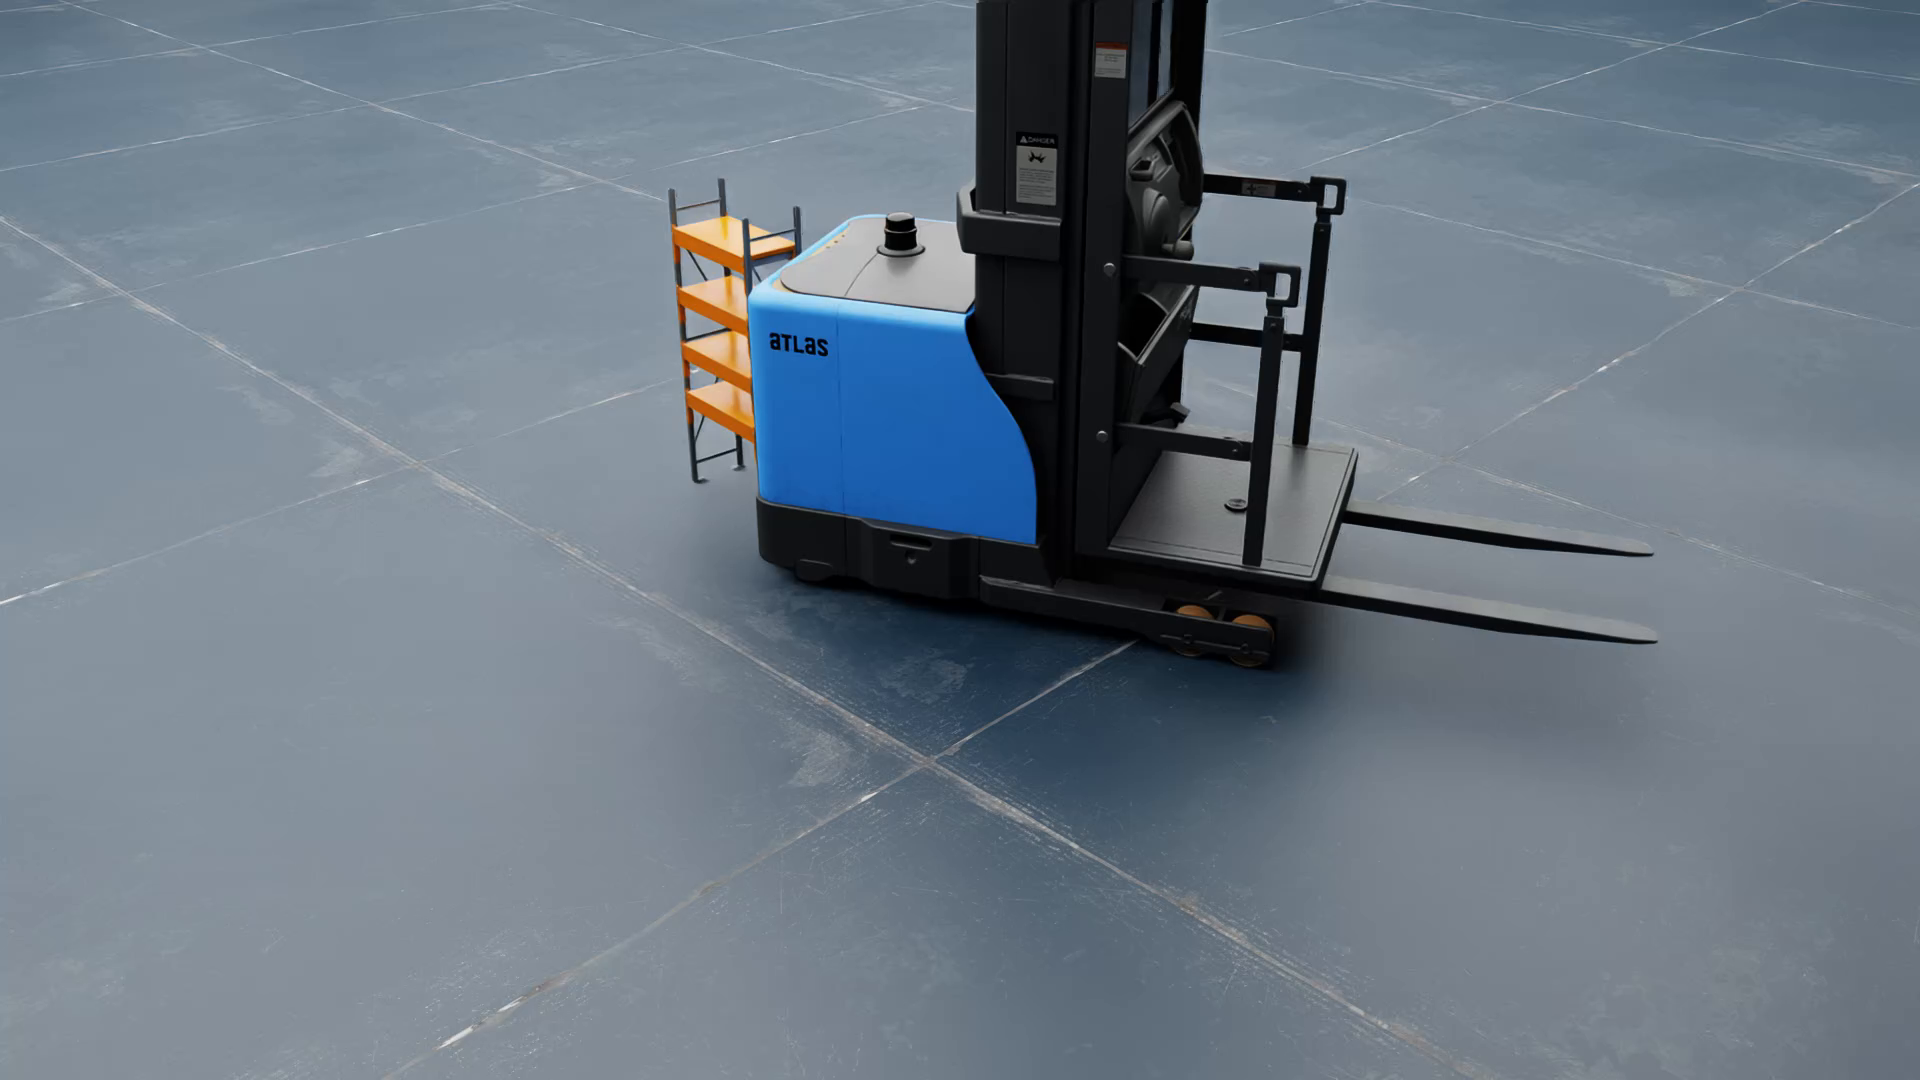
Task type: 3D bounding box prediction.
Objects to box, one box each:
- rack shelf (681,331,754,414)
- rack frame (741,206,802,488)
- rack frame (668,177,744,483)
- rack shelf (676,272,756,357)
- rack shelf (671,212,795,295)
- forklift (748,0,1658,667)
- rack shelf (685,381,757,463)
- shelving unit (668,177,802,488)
[{"bbox_3d":[-0.825,-0.653,6.347,0.258,0.148,0.480,-22,35,-35],"label":"rack shelf"},{"bbox_3d":[-0.668,-0.626,6.151,0.240,1.200,0.015,-22,35,-35],"label":"rack frame"},{"bbox_3d":[-0.983,-0.799,6.480,0.240,1.200,0.015,-22,35,-35],"label":"rack frame"},{"bbox_3d":[-0.825,-0.851,6.243,0.258,0.148,0.480,-22,35,-35],"label":"rack shelf"},{"bbox_3d":[-0.825,-1.060,6.132,0.258,0.148,0.480,-22,35,-35],"label":"rack shelf"},{"bbox_3d":[0.848,-1.160,5.307,3.031,2.935,1.130,9,29,17],"label":"forklift"},{"bbox_3d":[-0.825,-0.477,6.439,0.258,0.148,0.480,-22,35,-35],"label":"rack shelf"},{"bbox_3d":[-0.825,-0.712,6.315,0.258,1.200,0.503,-22,35,-35],"label":"shelving unit"}]
